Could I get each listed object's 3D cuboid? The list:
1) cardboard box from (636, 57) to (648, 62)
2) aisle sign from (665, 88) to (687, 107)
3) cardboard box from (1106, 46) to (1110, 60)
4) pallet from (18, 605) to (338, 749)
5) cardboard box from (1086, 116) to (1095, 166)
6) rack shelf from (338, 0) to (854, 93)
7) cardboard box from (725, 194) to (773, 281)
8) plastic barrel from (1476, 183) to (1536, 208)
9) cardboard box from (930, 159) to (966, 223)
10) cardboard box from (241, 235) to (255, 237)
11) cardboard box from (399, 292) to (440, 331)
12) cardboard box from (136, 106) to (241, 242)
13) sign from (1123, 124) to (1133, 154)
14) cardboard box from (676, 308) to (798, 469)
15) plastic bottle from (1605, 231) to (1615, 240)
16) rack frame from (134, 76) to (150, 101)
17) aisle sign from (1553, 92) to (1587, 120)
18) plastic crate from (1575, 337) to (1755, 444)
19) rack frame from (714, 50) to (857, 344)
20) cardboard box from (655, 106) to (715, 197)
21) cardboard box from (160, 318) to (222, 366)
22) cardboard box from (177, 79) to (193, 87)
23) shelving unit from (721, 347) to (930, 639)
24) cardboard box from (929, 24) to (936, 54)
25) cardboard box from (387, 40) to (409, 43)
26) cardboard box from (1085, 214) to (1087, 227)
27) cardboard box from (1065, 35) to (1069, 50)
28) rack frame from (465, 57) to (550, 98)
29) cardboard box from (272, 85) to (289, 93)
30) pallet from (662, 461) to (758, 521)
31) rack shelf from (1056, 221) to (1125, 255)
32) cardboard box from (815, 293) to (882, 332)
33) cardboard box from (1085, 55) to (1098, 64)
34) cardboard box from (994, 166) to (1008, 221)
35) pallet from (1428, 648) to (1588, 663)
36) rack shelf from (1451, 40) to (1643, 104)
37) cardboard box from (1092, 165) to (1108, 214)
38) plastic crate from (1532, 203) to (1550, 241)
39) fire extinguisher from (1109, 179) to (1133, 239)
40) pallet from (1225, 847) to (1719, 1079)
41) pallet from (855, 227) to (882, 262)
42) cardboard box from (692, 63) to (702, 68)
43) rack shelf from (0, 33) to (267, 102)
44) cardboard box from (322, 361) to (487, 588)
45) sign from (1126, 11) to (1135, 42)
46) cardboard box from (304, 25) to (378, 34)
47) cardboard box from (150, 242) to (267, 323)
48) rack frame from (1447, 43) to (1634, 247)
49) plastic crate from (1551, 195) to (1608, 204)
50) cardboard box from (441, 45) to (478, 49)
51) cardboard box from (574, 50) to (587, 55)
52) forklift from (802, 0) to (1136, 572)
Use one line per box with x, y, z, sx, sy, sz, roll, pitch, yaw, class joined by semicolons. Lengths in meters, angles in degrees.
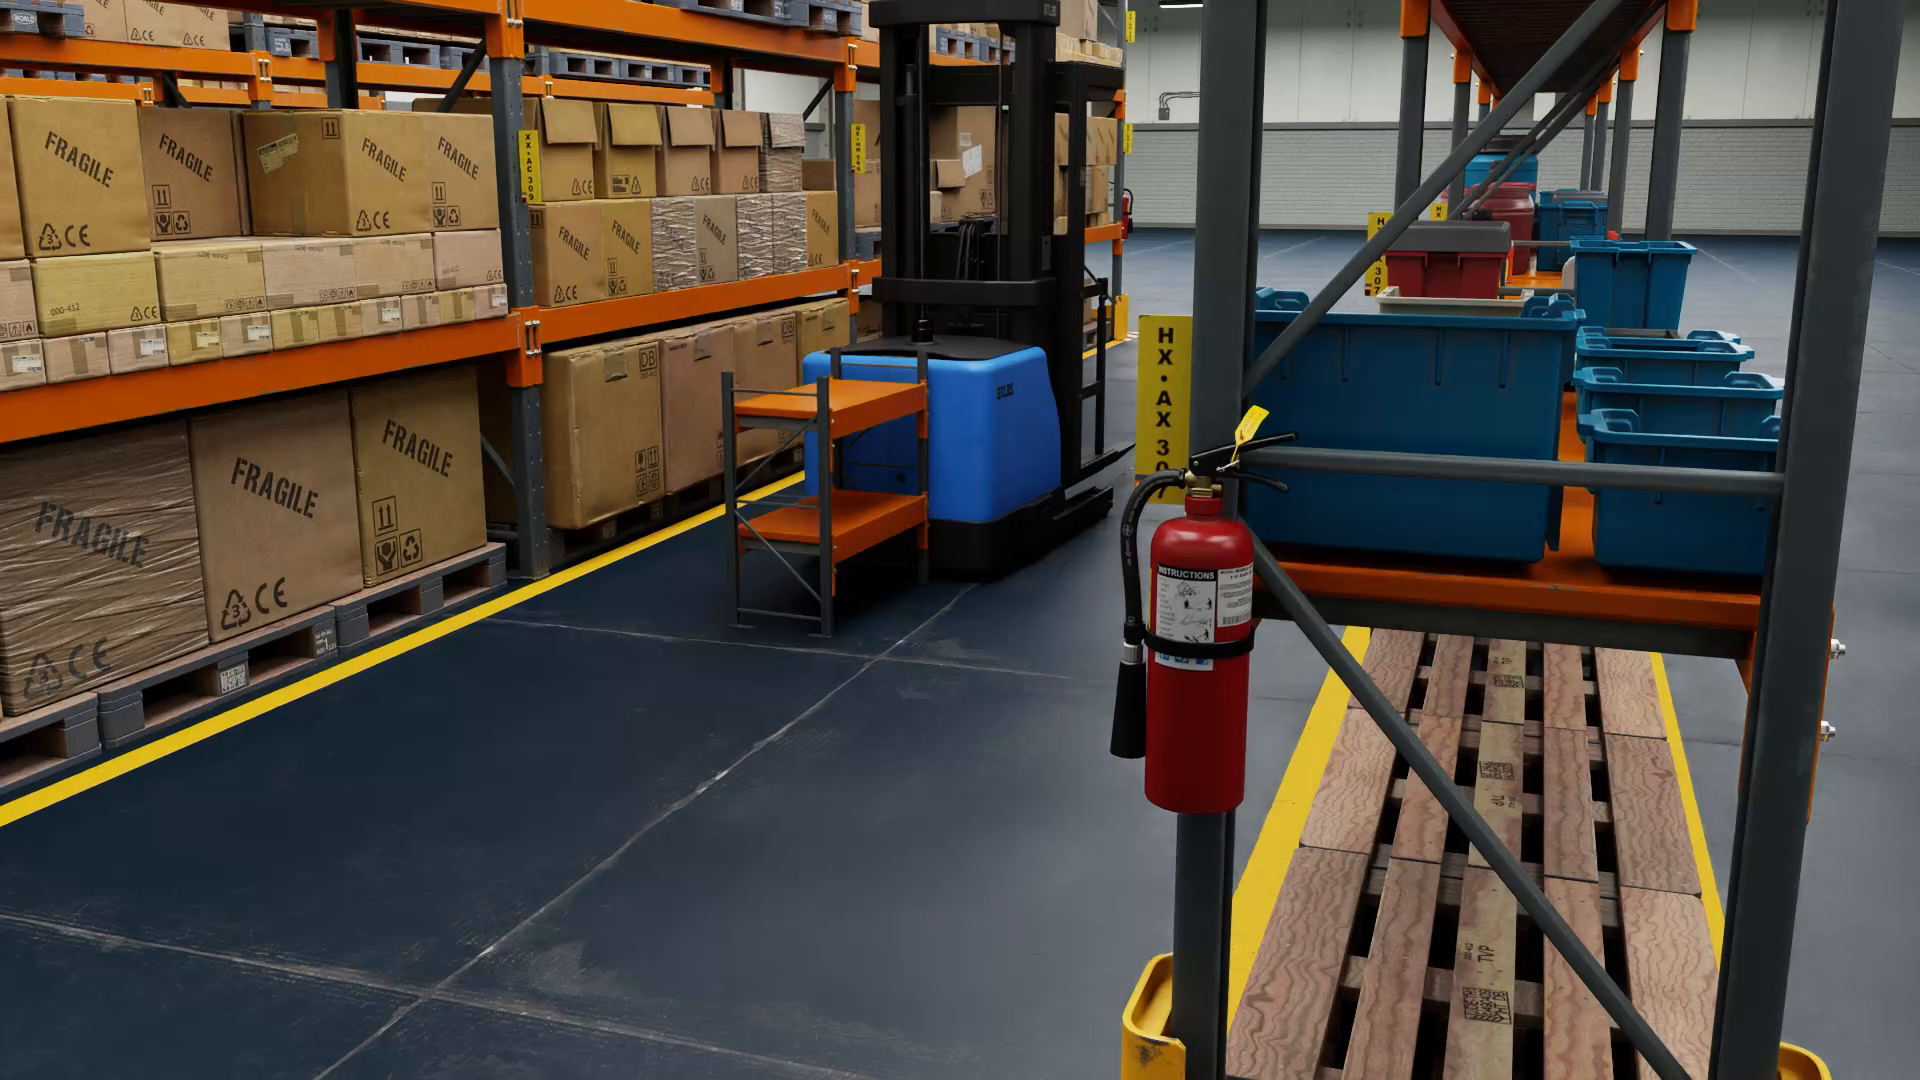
-3.655;-5.334;18.271;0.380;0.149;0.250;5;14;19;cardboard box
-3.553;-5.514;20.564;0.394;0.787;0.004;4;14;18;aisle sign
1.394;-5.223;17.829;0.380;0.149;0.250;4;13;16;cardboard box
-3.227;0.467;6.470;1.003;0.211;1.213;4;14;18;pallet
1.104;-4.169;17.371;0.500;0.500;0.500;4;14;18;cardboard box
-1.867;-2.838;9.556;1.077;0.370;4.000;4;14;18;rack shelf
-1.477;-1.860;10.173;0.500;0.500;0.500;4;13;17;cardboard box
4.006;-2.359;12.277;0.433;0.535;0.433;0;13;0;plastic barrel
-0.399;-2.873;13.659;0.797;0.503;0.637;6;14;24;cardboard box
-3.080;-1.193;7.141;0.500;0.250;0.500;4;14;18;cardboard box
-2.469;-0.987;7.134;0.380;0.149;0.250;4;13;17;cardboard box
-3.242;-1.447;6.571;0.500;0.500;0.500;4;13;17;cardboard box
1.887;-4.506;18.678;0.100;0.325;0.005;4;14;18;sign
-1.759;-0.985;10.395;1.225;0.875;0.875;4;14;19;cardboard box
3.279;-1.380;8.403;0.144;0.351;0.185;4;14;18;plastic bottle
-9.303;-3.703;18.471;1.000;3.000;0.127;4;14;18;rack frame
6.359;-4.736;17.156;0.394;0.787;0.004;4;14;18;aisle sign
1.696;-0.359;4.063;0.416;0.233;0.300;4;14;18;plastic crate
-1.220;-2.147;11.655;1.000;3.000;0.127;4;14;18;rack frame
-1.896;-2.254;9.642;0.797;0.503;0.637;5;14;20;cardboard box
-2.885;-0.715;5.946;0.380;0.149;0.250;4;13;17;cardboard box
-8.830;-5.142;18.599;0.380;0.149;0.250;4;14;18;cardboard box
-0.583;-0.253;7.567;0.538;1.125;1.048;5;14;22;shelving unit
-0.503;-3.834;12.642;0.500;0.250;0.500;5;14;20;cardboard box
-5.286;-4.685;15.429;0.380;0.149;0.250;4;14;18;cardboard box
1.142;-3.424;17.814;0.380;0.149;0.250;4;14;18;cardboard box
0.857;-4.897;16.401;0.380;0.149;0.250;4;13;17;cardboard box
-4.586;-3.368;17.003;1.000;3.000;0.127;4;14;18;rack frame
-8.314;-5.463;20.007;0.380;0.149;0.250;4;14;18;cardboard box
-1.943;-0.371;10.140;1.003;0.211;1.213;4;14;18;pallet
0.721;-3.060;17.270;1.077;0.370;4.000;4;14;18;rack shelf
-0.869;-1.764;12.921;0.500;0.250;0.500;6;14;25;cardboard box
1.120;-4.889;17.262;0.500;0.250;0.500;5;14;20;cardboard box
0.278;-3.274;15.697;0.875;0.500;0.500;4;14;18;cardboard box
2.461;0.251;7.412;1.003;0.211;1.213;4;14;18;pallet
4.114;-3.324;11.684;1.077;0.370;4.000;4;14;18;rack shelf
1.116;-3.798;17.993;0.875;0.500;0.500;4;14;18;cardboard box
5.051;-2.704;14.232;0.767;0.338;0.504;4;14;18;plastic crate
1.842;-3.785;19.004;0.296;0.674;0.183;4;14;18;fire extinguisher
1.182;1.082;3.772;1.003;0.211;1.213;4;14;18;pallet
-1.090;-2.212;12.368;1.213;0.211;1.003;4;14;18;pallet
-3.244;-5.602;19.446;0.380;0.149;0.250;5;14;19;cardboard box
-6.527;-3.216;11.214;1.077;0.370;4.000;4;14;18;rack shelf
-2.803;-0.341;7.571;0.875;0.875;0.875;4;14;18;cardboard box
1.887;-5.682;18.409;0.100;0.325;0.005;4;14;18;sign
-5.276;-4.411;13.999;0.500;0.250;0.500;5;14;20;cardboard box
-2.906;-0.942;6.043;0.500;0.250;0.500;4;13;17;cardboard box
3.467;-1.791;10.093;1.000;3.000;0.127;4;14;18;rack frame
4.279;-2.140;11.480;0.402;0.464;0.583;4;14;18;plastic crate
-4.663;-4.850;15.926;0.500;0.250;0.500;5;14;19;cardboard box
-4.065;-5.068;17.107;0.380;0.149;0.250;4;14;19;cardboard box
0.240;-1.557;9.223;1.130;2.935;3.031;5;14;22;forklift
